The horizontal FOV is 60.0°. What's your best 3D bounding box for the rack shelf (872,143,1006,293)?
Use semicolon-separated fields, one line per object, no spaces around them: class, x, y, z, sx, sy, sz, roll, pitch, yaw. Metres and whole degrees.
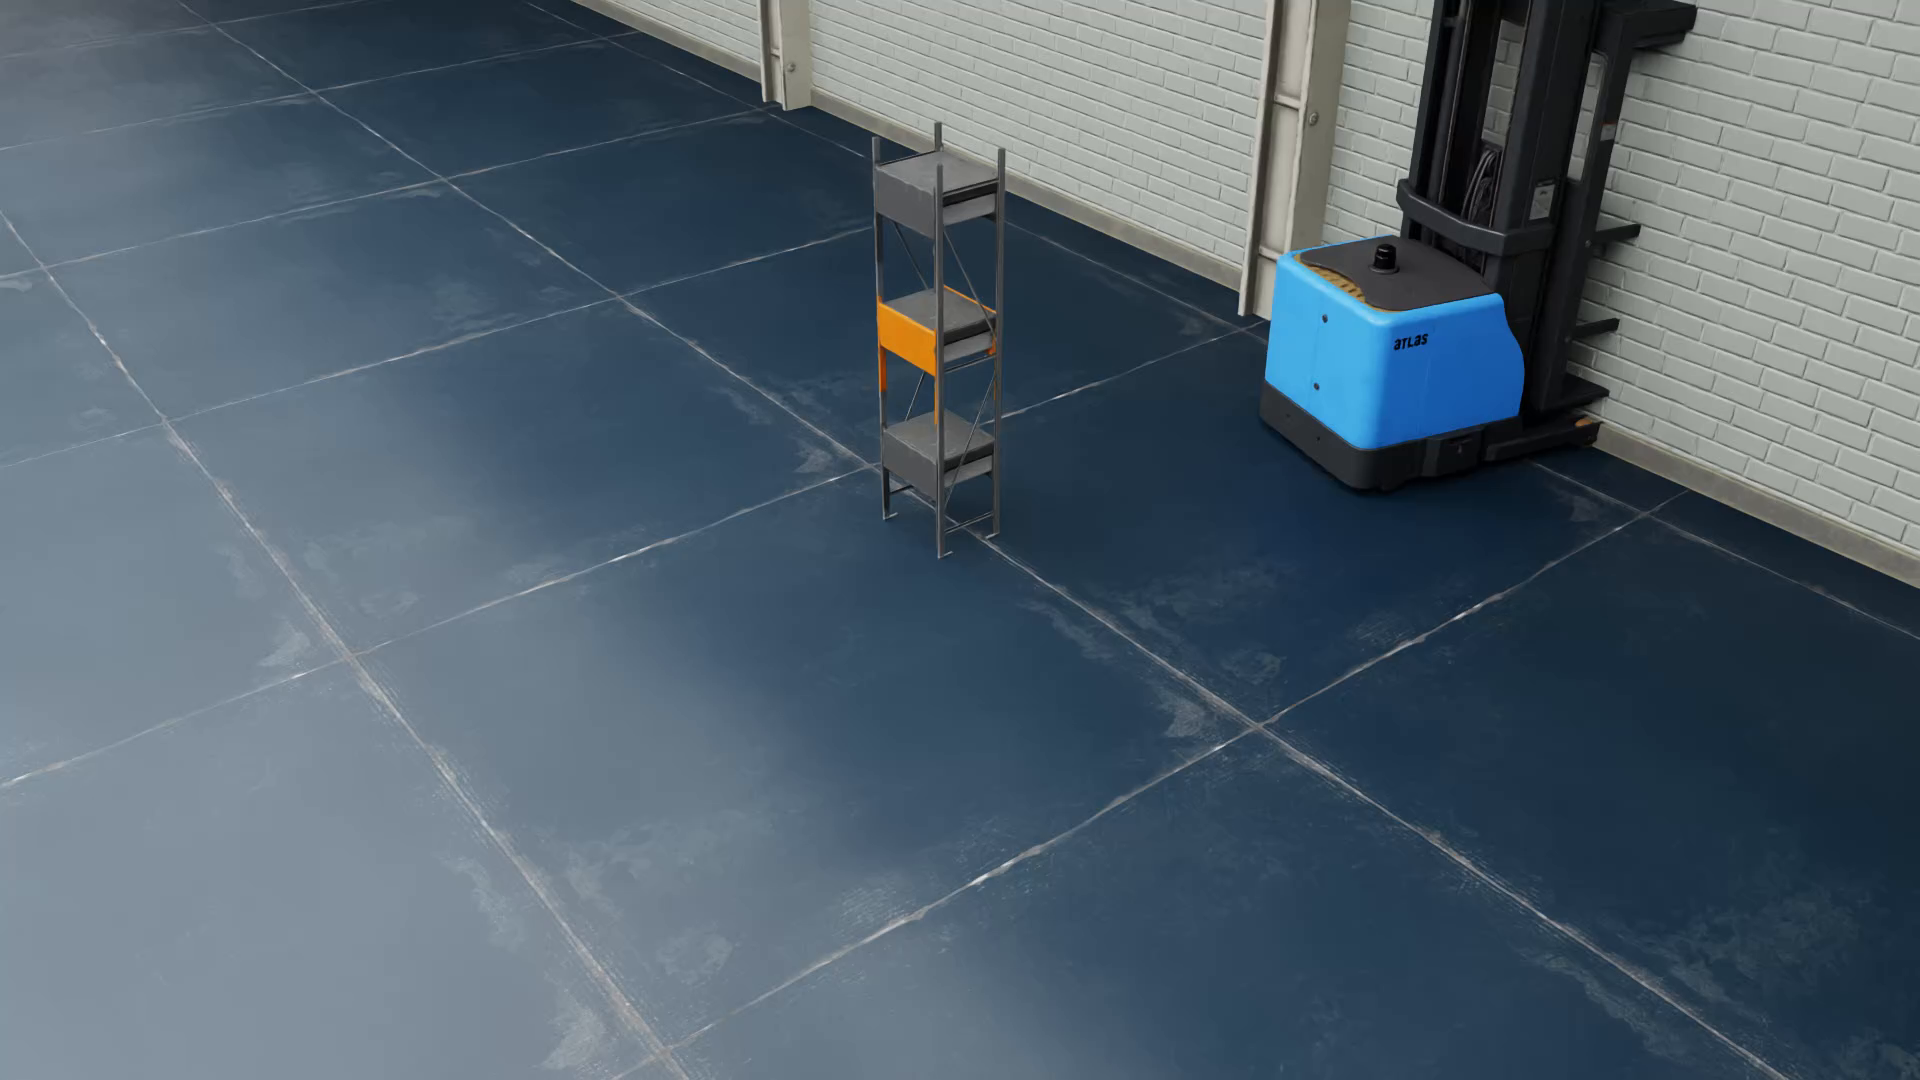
rack shelf;-0.101;-1.544;7.945;0.431;0.518;0.480;-22;38;-31

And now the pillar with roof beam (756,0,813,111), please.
pillar with roof beam;-4.969;-6.424;10.565;9.100;9.000;0.400;-22;38;-31

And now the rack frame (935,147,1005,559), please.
rack frame;0.048;-0.859;8.143;0.400;2.100;0.015;-22;38;-31

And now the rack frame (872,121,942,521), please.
rack frame;-0.251;-1.063;8.471;0.400;2.100;0.015;-22;38;-31

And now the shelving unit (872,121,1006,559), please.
shelving unit;-0.101;-0.961;8.307;0.431;2.100;0.503;-22;38;-31

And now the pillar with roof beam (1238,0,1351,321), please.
pillar with roof beam;-1.290;-3.924;6.539;9.100;9.000;0.400;-22;38;-31

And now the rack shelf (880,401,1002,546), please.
rack shelf;-0.102;-0.355;8.684;0.431;0.518;0.480;-22;38;-31

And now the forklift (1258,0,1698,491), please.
forklift;3.322;-2.018;9.221;3.031;2.935;1.130;-13;34;-20

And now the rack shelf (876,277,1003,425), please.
rack shelf;-0.101;-0.949;8.314;0.431;0.518;0.480;-22;38;-31
